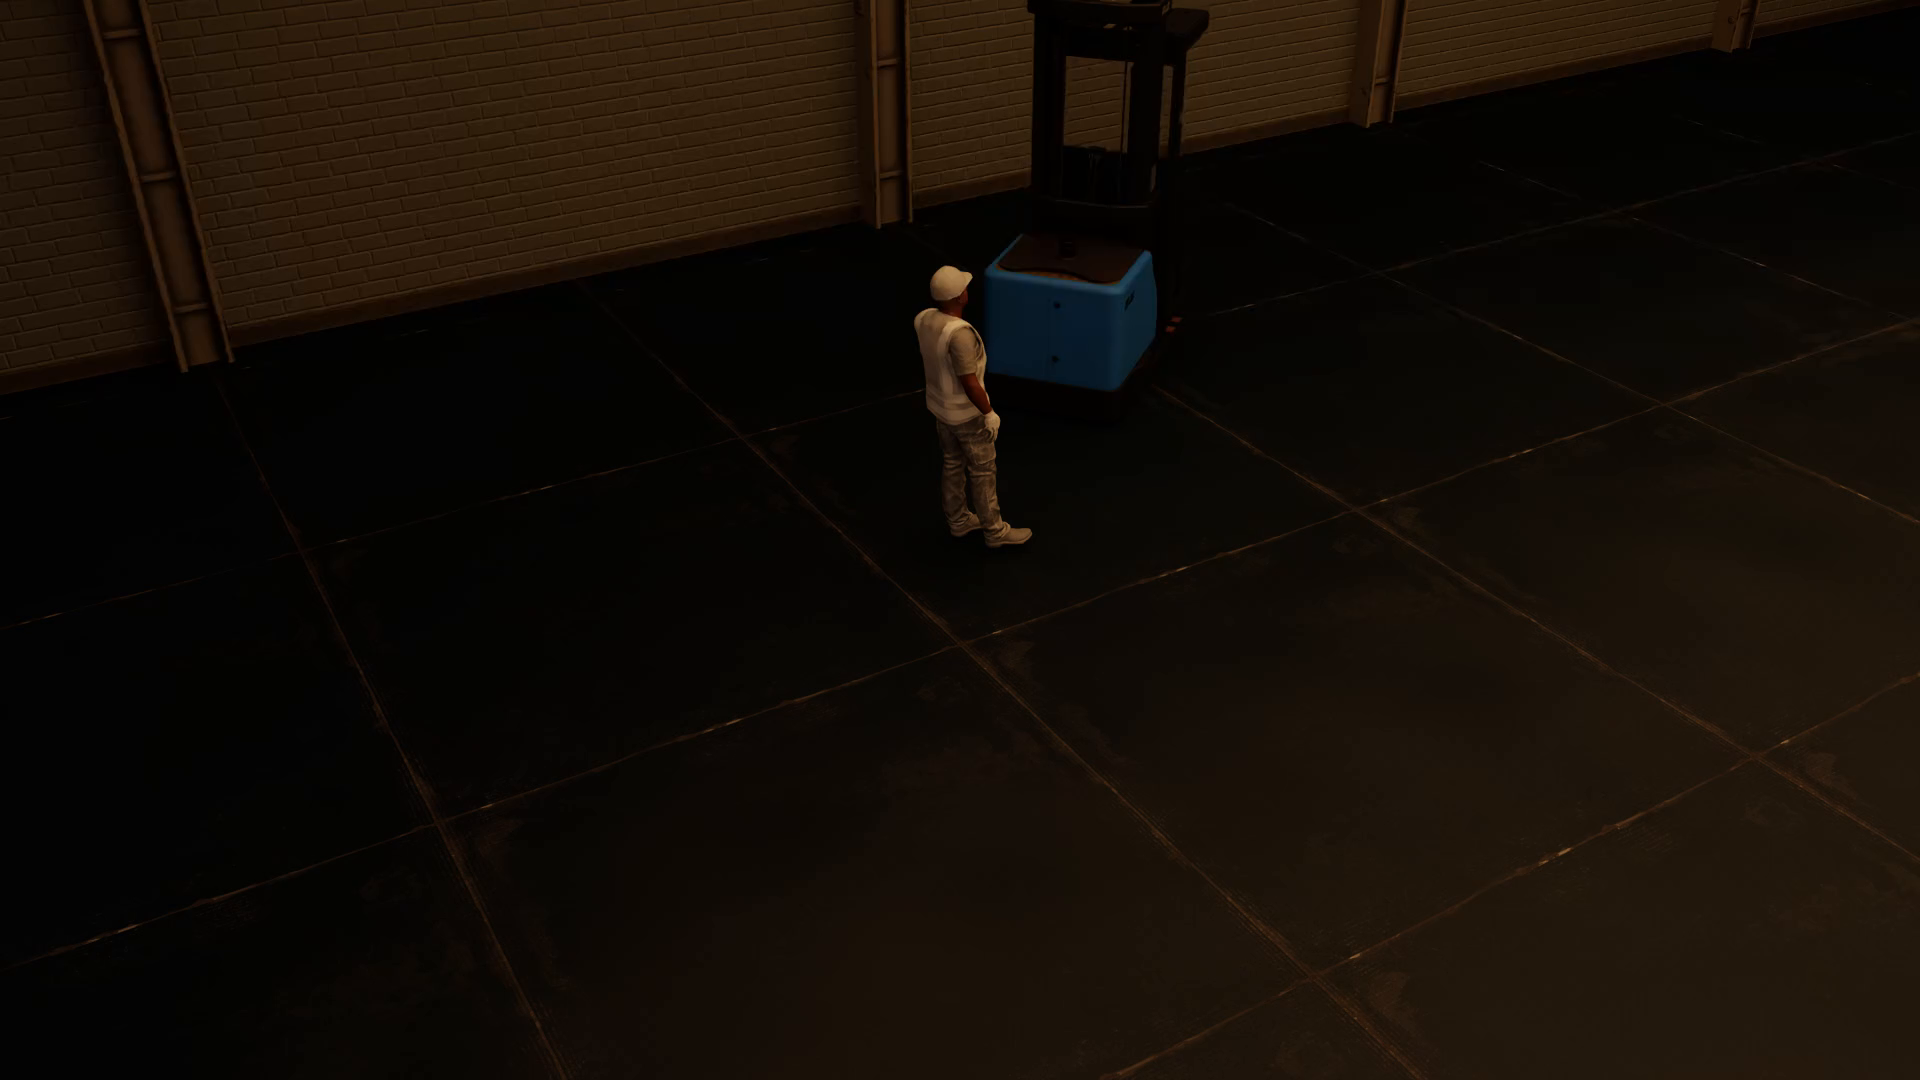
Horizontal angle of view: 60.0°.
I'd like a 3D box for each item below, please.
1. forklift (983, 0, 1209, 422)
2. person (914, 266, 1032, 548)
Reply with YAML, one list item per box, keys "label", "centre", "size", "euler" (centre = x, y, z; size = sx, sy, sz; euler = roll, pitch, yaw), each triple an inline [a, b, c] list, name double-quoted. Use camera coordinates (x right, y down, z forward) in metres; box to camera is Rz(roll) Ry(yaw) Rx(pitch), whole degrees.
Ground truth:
- label: "forklift"
  centre: [1.147, -2.832, 12.377]
  size: [1.130, 2.935, 3.031]
  euler: [11, 33, 18]
- label: "person"
  centre: [0.066, -0.821, 10.044]
  size: [0.575, 1.784, 0.656]
  euler: [-17, 35, -26]
